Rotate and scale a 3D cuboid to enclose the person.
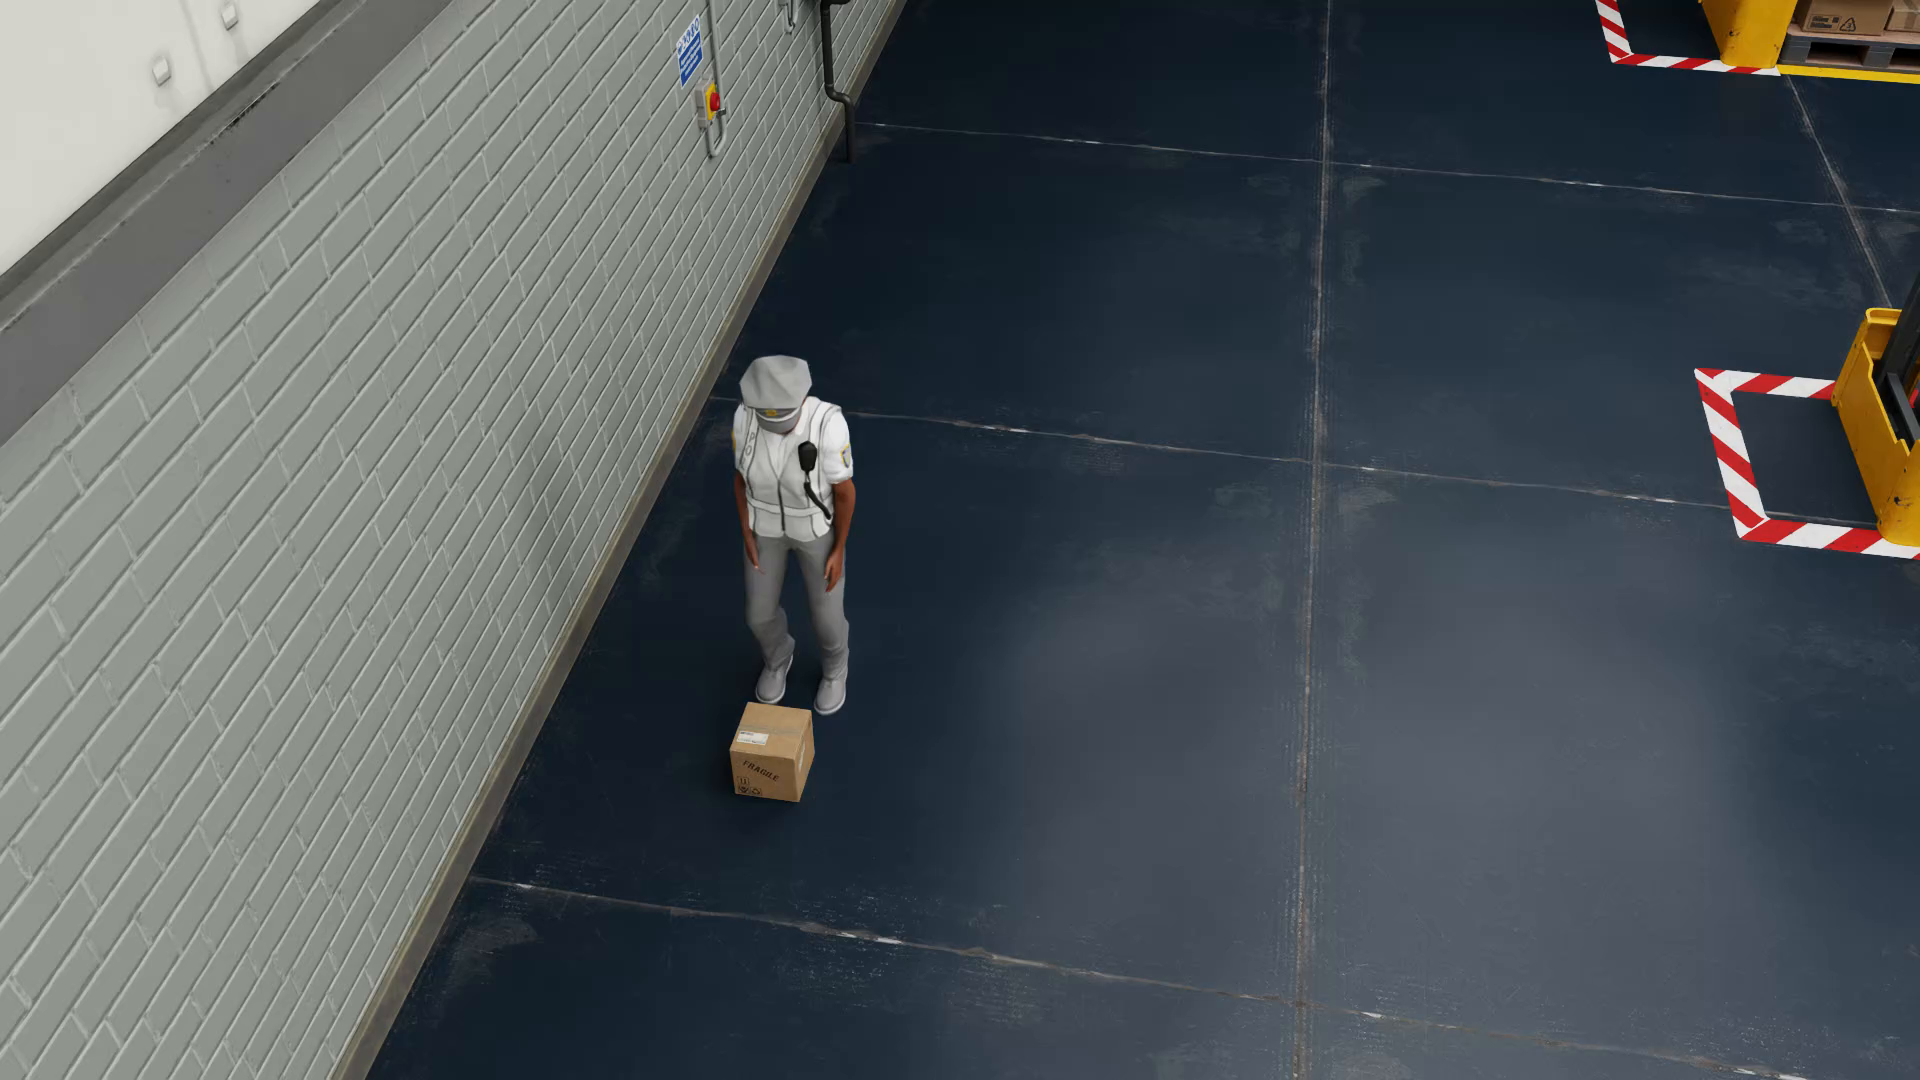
[{"bbox_3d":[-0.605,-0.012,6.212,0.457,1.624,0.442,8,41,9],"label":"person"}]
